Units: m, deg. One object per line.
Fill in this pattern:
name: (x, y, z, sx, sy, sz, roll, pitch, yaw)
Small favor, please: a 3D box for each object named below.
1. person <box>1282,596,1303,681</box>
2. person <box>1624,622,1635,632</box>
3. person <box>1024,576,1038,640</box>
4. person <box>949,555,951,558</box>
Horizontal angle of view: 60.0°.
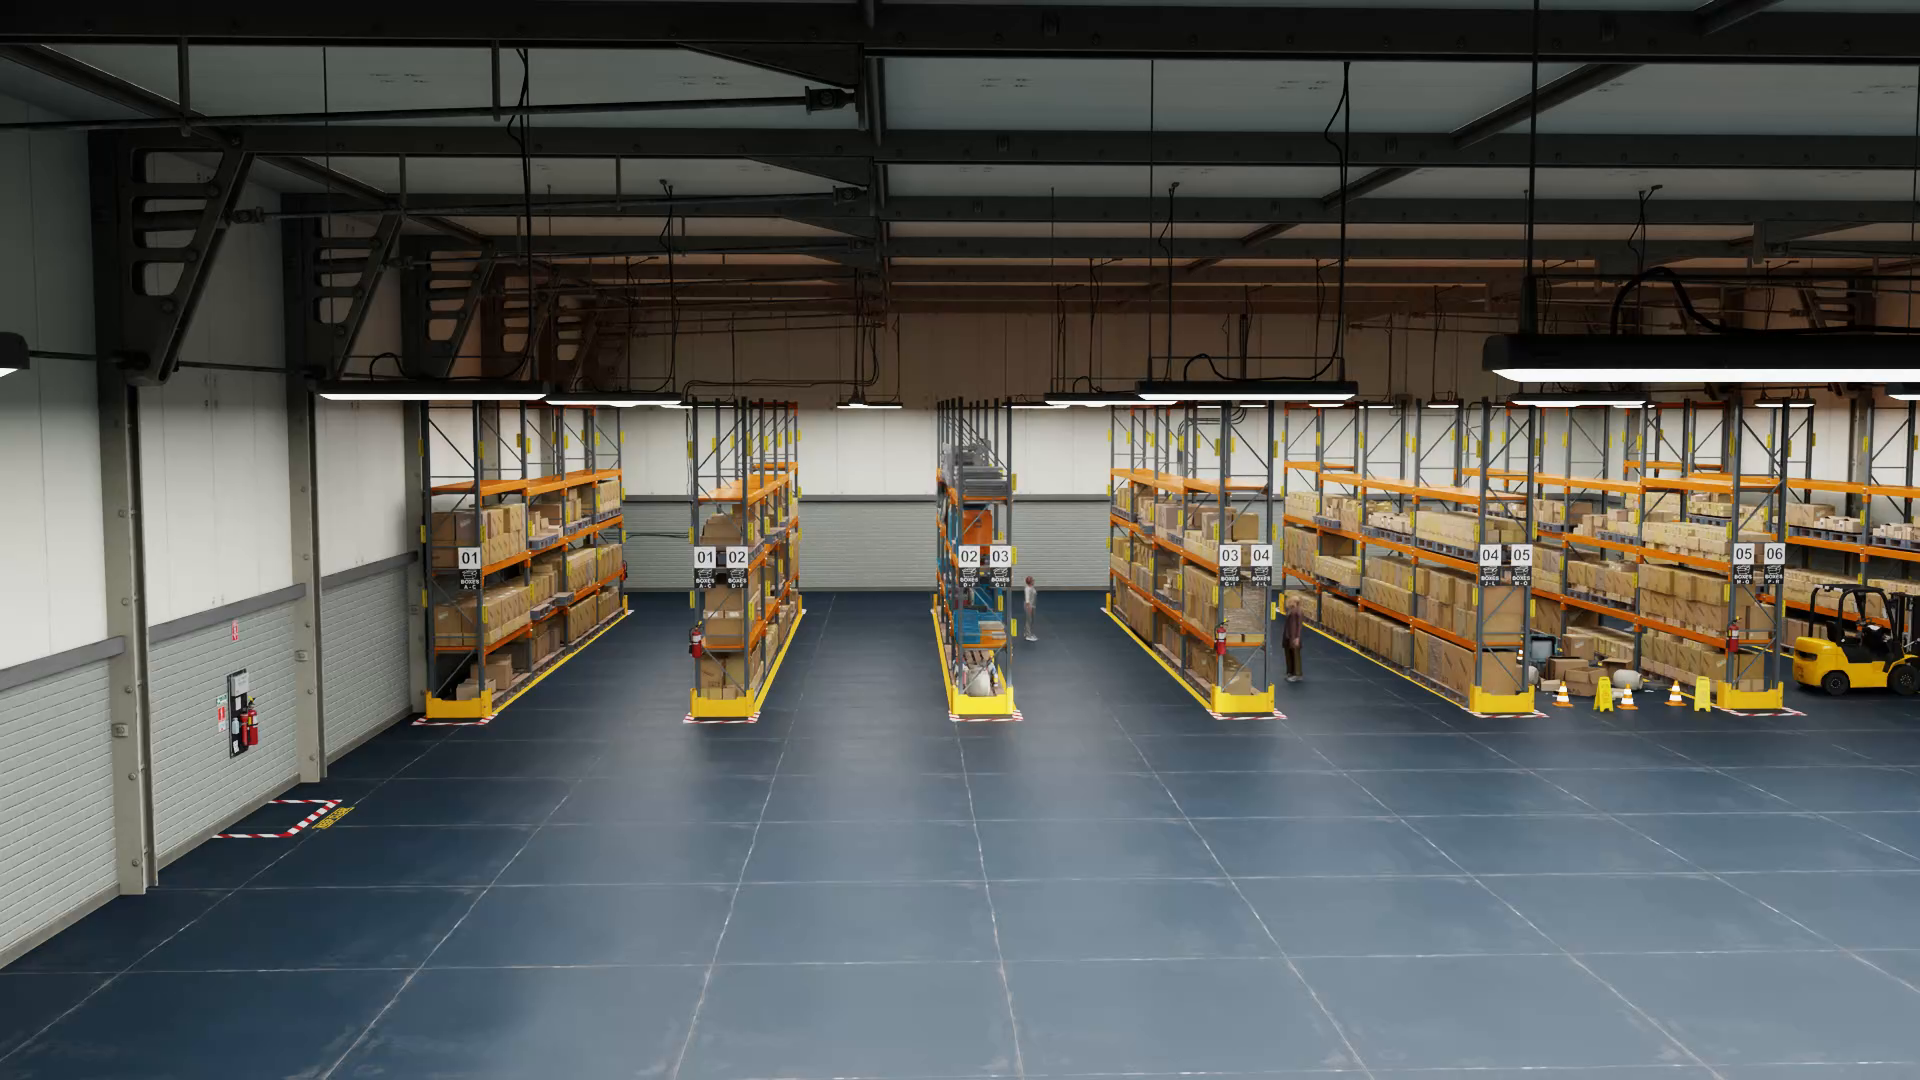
person: (7.071, 2.091, 35.548, 0.516, 1.779, 0.610, -3, 5, -31)
person: (17.552, 1.497, 43.202, 0.510, 1.797, 0.605, 2, 5, 26)
person: (1.807, 1.717, 41.714, 0.368, 1.599, 0.499, 2, 5, 22)
person: (-0.076, 0.980, 50.811, 0.479, 1.669, 0.611, -3, 5, -36)
